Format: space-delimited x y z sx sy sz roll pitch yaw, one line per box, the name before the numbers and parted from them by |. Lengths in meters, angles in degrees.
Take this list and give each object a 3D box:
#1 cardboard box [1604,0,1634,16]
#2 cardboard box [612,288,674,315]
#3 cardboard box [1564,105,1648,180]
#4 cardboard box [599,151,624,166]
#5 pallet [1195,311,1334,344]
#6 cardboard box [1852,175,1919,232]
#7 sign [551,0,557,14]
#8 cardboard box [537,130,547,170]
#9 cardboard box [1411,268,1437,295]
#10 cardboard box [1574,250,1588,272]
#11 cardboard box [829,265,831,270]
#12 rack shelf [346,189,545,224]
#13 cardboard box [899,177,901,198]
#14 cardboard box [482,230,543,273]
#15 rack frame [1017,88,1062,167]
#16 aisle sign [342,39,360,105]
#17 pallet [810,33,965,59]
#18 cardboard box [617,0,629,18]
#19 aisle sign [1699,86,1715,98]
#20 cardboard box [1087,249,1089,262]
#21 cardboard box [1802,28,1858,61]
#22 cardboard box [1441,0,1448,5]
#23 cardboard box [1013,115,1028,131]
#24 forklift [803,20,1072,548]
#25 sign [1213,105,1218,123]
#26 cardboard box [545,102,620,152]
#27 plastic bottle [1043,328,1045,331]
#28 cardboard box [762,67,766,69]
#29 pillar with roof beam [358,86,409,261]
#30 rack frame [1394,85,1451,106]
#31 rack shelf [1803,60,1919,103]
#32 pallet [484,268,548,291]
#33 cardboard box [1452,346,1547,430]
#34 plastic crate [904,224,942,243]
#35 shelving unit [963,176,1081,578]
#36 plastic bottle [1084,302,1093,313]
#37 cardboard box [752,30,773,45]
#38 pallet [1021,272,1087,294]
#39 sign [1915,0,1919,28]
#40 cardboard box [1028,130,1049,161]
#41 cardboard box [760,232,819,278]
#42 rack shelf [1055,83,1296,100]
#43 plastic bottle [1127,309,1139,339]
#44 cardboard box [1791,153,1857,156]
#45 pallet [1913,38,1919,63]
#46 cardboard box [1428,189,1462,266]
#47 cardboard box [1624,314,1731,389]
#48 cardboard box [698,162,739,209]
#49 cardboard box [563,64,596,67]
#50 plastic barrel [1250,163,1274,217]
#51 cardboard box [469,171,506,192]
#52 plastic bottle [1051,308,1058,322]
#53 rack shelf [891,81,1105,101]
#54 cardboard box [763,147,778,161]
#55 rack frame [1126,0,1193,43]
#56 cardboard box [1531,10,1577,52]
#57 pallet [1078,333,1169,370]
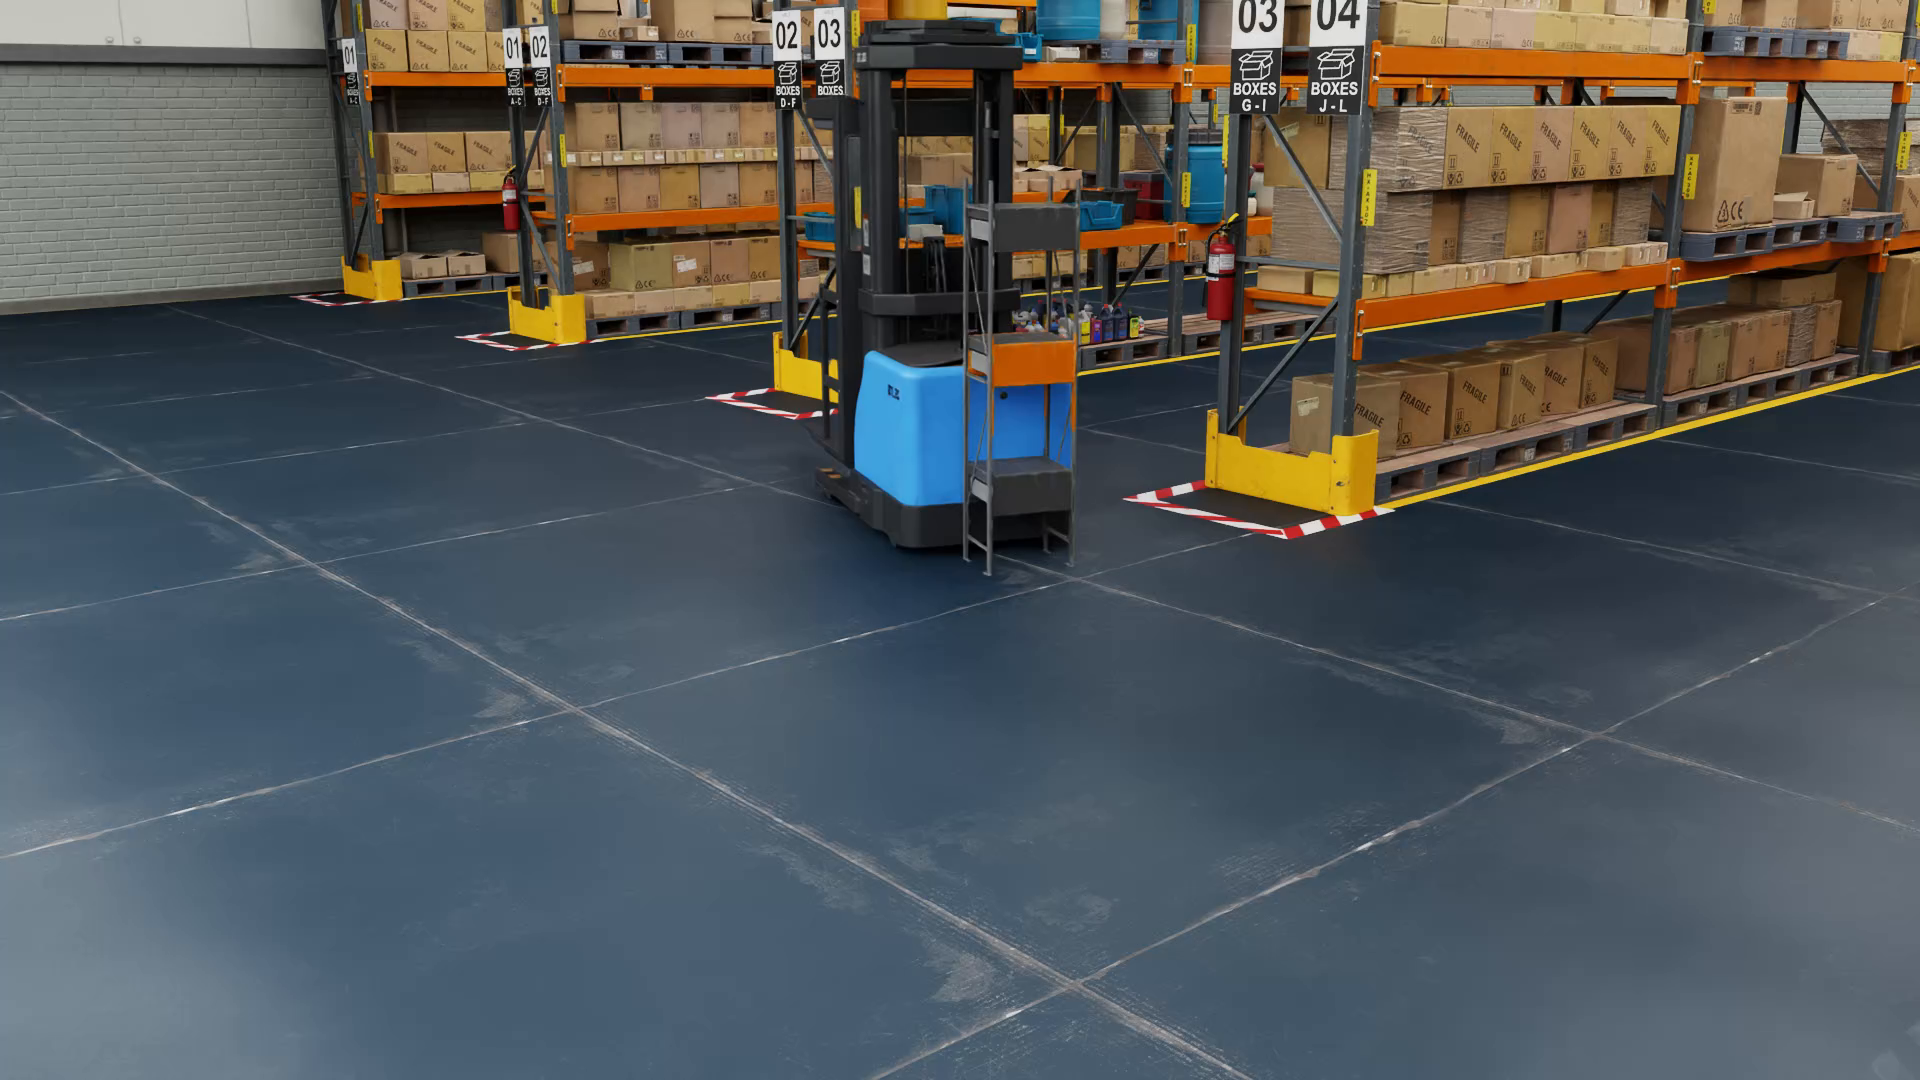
cardboard box | 4.443 -3.716 11.556 0.250 0.149 0.380 -13 20 -41
cardboard box | -3.509 -2.656 18.395 0.500 0.250 0.500 -13 19 -39
cardboard box | 4.548 -2.857 11.926 0.500 0.500 0.500 -13 19 -39
cardboard box | -3.799 -4.080 17.761 0.250 0.149 0.380 -13 20 -41
pallet | 3.320 -2.362 18.184 1.213 0.211 1.003 -13 19 -39
cardboard box | 8.646 -3.152 15.544 0.500 0.500 0.500 -12 19 -38
sign | -4.074 -5.449 16.678 0.005 0.325 0.100 -13 19 -39
cardboard box | -5.585 -5.280 22.504 0.500 0.500 0.500 -13 20 -41
cardboard box | 2.837 -1.678 10.705 0.250 0.149 0.380 -13 19 -39
cardboard box | 4.301 -2.030 12.024 0.250 0.149 0.380 -13 19 -39
cardboard box | -1.294 -3.327 20.908 0.500 0.250 0.500 -13 20 -40
rack shelf | -6.180 -4.603 22.565 4.000 0.370 1.077 -13 19 -39
cardboard box | -1.074 -4.345 20.496 0.500 0.250 0.500 -11 19 -36
cardboard box | -6.091 -3.928 22.634 0.500 0.500 0.700 -14 21 -43
rack frame | 1.364 -6.645 28.815 0.127 3.000 1.000 -13 19 -39
aisle sign | -7.546 -5.798 20.604 0.004 0.787 0.394 -13 19 -39
pallet | -0.497 -4.163 14.074 1.213 0.211 1.003 -13 19 -39
cardboard box | -4.871 -7.142 22.694 0.500 0.500 0.500 14 20 42
aisle sign | 10.744 -6.720 24.058 0.004 0.787 0.394 -13 19 -39
cardboard box | 2.152 -4.213 23.700 0.500 0.500 0.500 -12 19 -37
cardboard box | 7.157 -4.152 13.958 0.500 0.250 0.500 -12 19 -38
cardboard box | 2.794 -3.382 10.305 0.250 0.149 0.380 -13 20 -40
cardboard box | 0.787 -6.995 27.864 0.500 0.250 0.500 -12 19 -38
forklift | -0.313 -1.706 10.456 1.130 2.935 3.031 -5 16 -19
sign | 4.727 -7.888 30.767 0.005 0.325 0.100 -13 19 -39
cardboard box | -4.034 -4.409 17.736 0.500 0.500 0.700 -13 19 -39
plastic bottle | 0.796 -1.882 15.554 0.097 0.201 0.097 0 15 0
cardboard box | -2.692 -7.275 25.120 0.637 0.503 0.797 -9 18 -32
pillar with roof beam | -4.902 -6.959 18.367 0.400 9.000 9.100 -13 19 -39
rack frame | 7.636 -6.359 27.743 0.127 3.000 1.000 -13 19 -39
rack shelf | 9.610 -4.515 16.422 4.000 0.370 1.077 -13 19 -39
pallet | -6.075 -3.614 22.871 1.213 0.211 1.003 -13 19 -39
cardboard box | 3.912 -1.113 12.135 0.500 0.500 0.500 14 20 42
plastic crate | -0.299 -2.645 14.351 0.250 0.136 0.298 -13 19 -39
shelving unit | 0.323 -0.882 8.983 0.503 2.100 0.431 -5 16 -20
plastic bottle | 1.304 -2.287 16.933 0.097 0.271 0.097 0 15 0
cardboard box | -2.147 -5.667 18.742 0.250 0.149 0.380 -13 19 -39
pallet | 0.954 -3.525 22.536 1.213 0.211 1.003 -13 19 -39
sign | 8.456 -4.667 14.597 0.005 0.325 0.100 -13 19 -39
cardboard box | 1.181 -6.719 28.284 0.500 0.500 0.500 -13 20 -40
cardboard box | -2.008 -3.359 19.575 0.500 0.500 0.500 -13 19 -39
rack shelf | 3.110 -6.444 23.644 4.000 0.370 1.077 -13 19 -39
plastic bottle | 1.686 -2.116 16.269 0.133 0.283 0.061 -11 19 -37
cardboard box | 7.720 -3.226 15.009 0.500 0.500 0.500 13 20 40
pallet | 8.552 -4.552 15.532 1.003 0.211 1.213 -12 19 -37
cardboard box | 2.797 -2.107 11.056 0.500 0.500 0.875 -13 19 -39
cardboard box | 5.933 -1.579 13.839 0.500 0.500 0.700 -13 20 -40
cardboard box | -2.907 -4.036 18.854 0.500 0.500 0.700 -12 19 -38
cardboard box | -5.280 -6.580 22.527 0.500 0.500 0.500 14 20 42
plastic barrel | 3.251 -3.670 17.415 0.433 0.535 0.433 0 15 0
cardboard box | -6.342 -4.746 21.957 0.500 0.250 0.500 -13 20 -40
plastic bottle | 0.921 -2.151 16.426 0.097 0.271 0.097 0 15 0
rack shelf | 0.092 -5.766 21.107 4.000 0.370 1.077 -13 19 -39
cardboard box | -2.250 -4.428 19.064 0.250 0.149 0.380 -13 20 -40
rack frame | 1.832 -6.259 15.746 0.127 3.000 1.000 -13 19 -39
cardboard box | 3.750 -3.388 11.100 0.500 0.250 0.500 -12 19 -38
pallet | 1.298 -1.908 16.485 1.213 0.211 1.003 -13 19 -39
